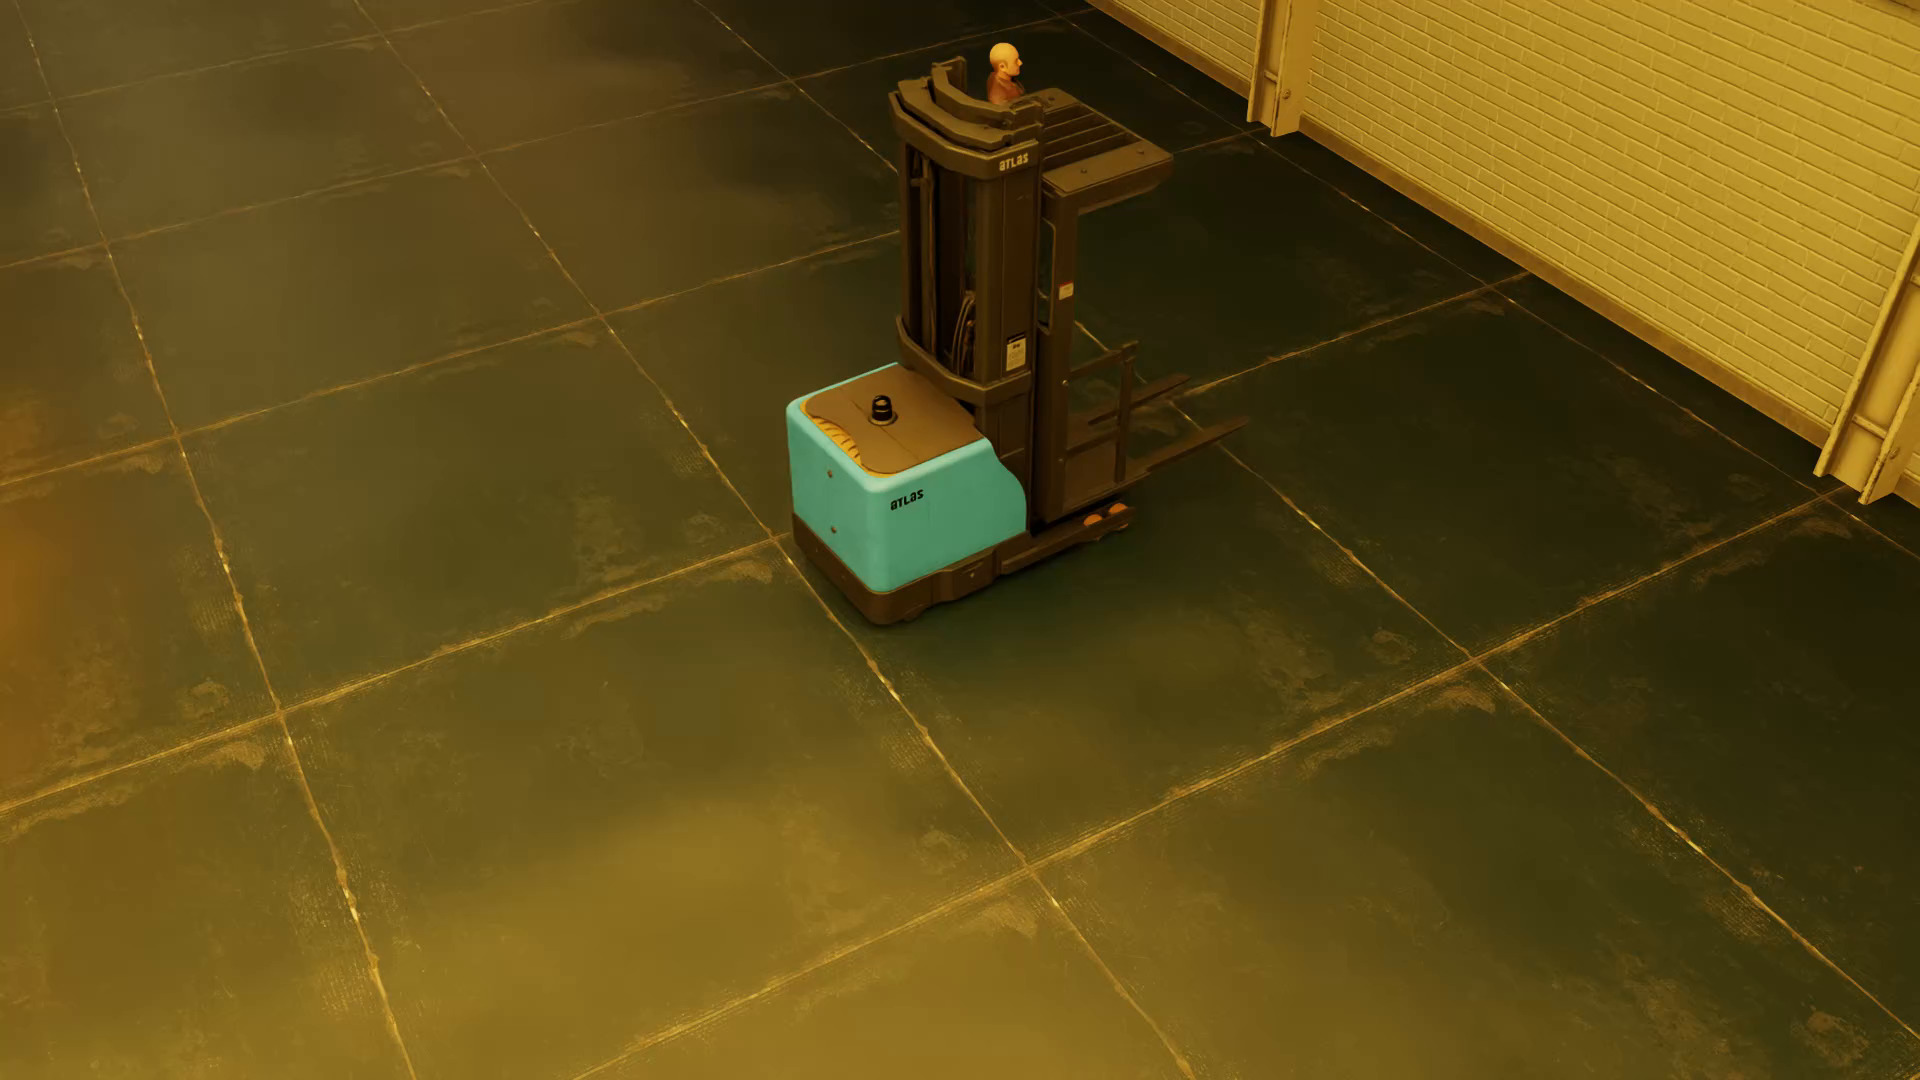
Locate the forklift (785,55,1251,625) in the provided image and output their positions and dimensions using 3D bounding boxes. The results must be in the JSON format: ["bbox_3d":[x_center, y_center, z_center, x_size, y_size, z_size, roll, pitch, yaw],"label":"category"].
[{"bbox_3d":[0.478,-1.377,9.696,3.031,2.935,1.130,-24,45,-26],"label":"forklift"}]

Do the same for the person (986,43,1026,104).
[{"bbox_3d":[0.379,-2.831,12.350,0.393,1.782,0.551,-2,40,-3],"label":"person"}]
